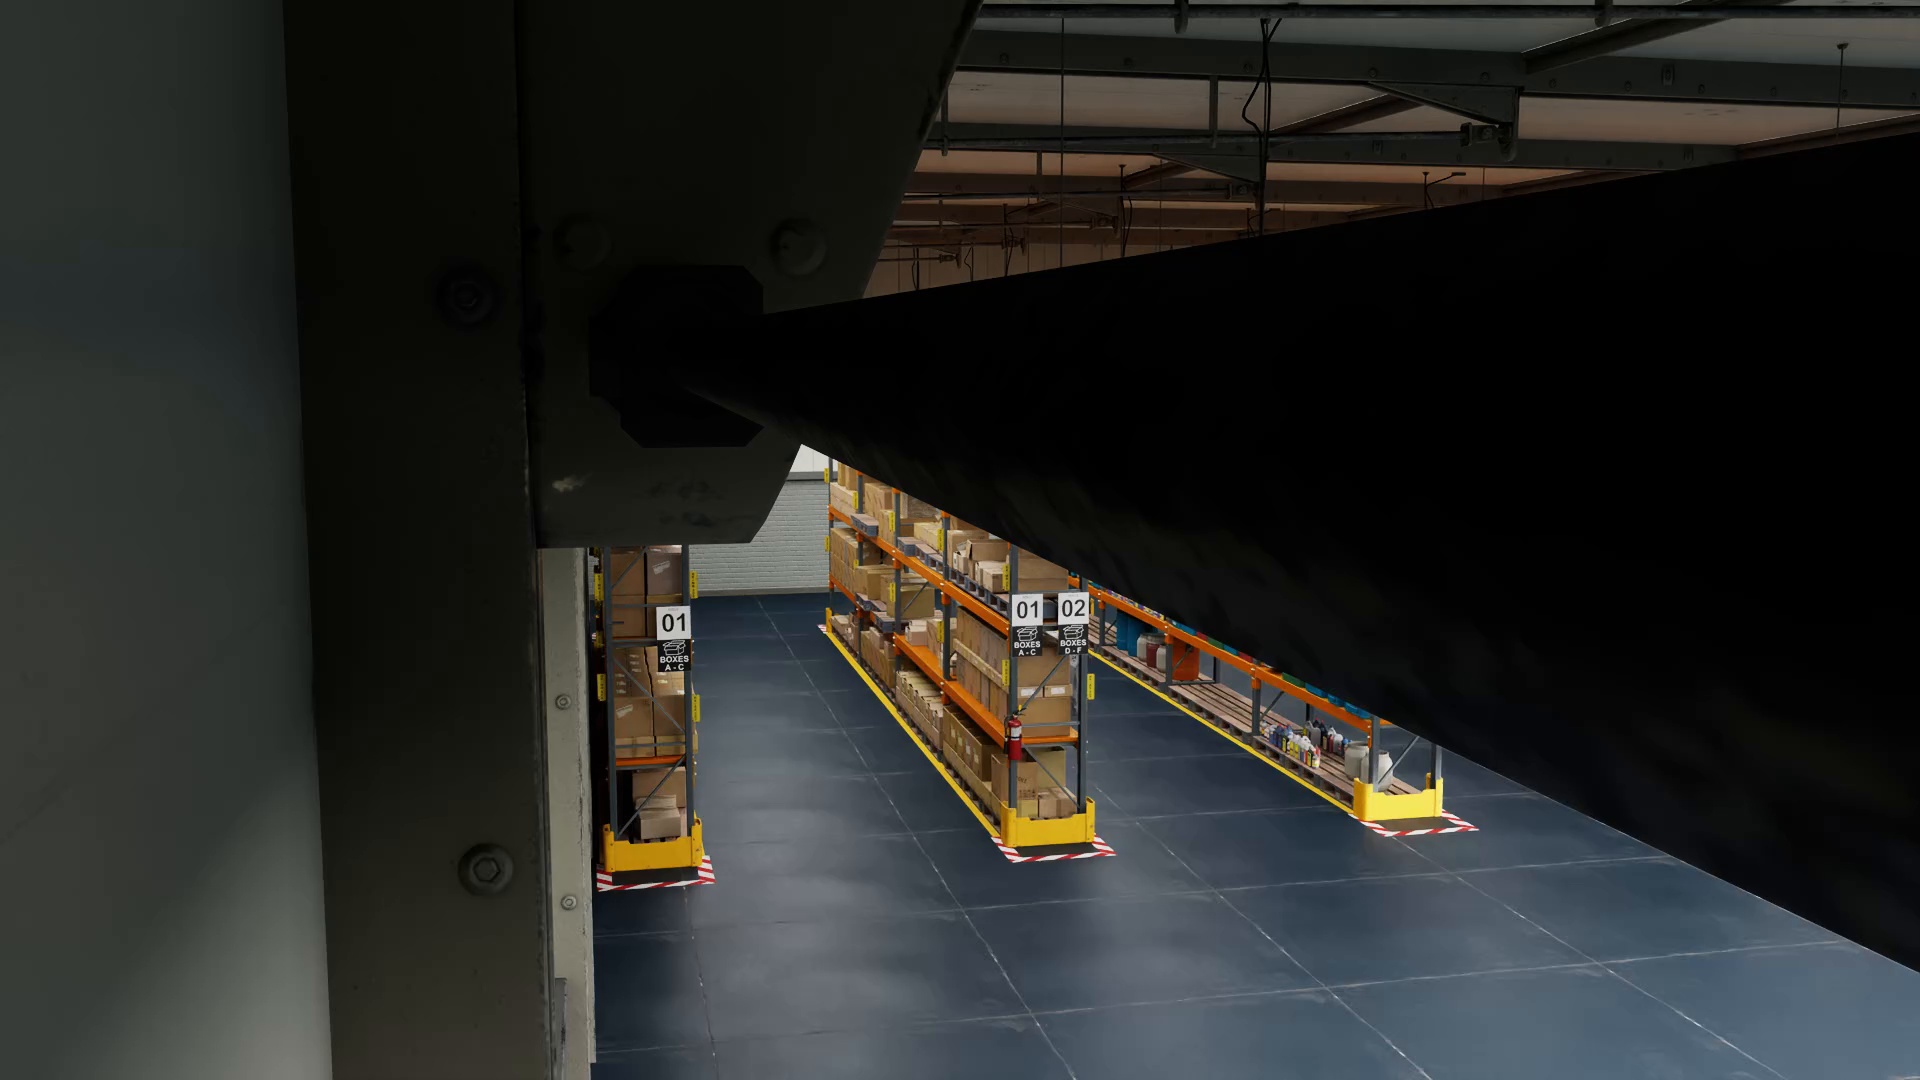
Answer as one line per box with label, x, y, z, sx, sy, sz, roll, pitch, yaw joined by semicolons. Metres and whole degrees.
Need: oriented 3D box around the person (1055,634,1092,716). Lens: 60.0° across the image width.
person;1.912;2.118;28.314;0.714;1.733;0.791;-3;7;-25
